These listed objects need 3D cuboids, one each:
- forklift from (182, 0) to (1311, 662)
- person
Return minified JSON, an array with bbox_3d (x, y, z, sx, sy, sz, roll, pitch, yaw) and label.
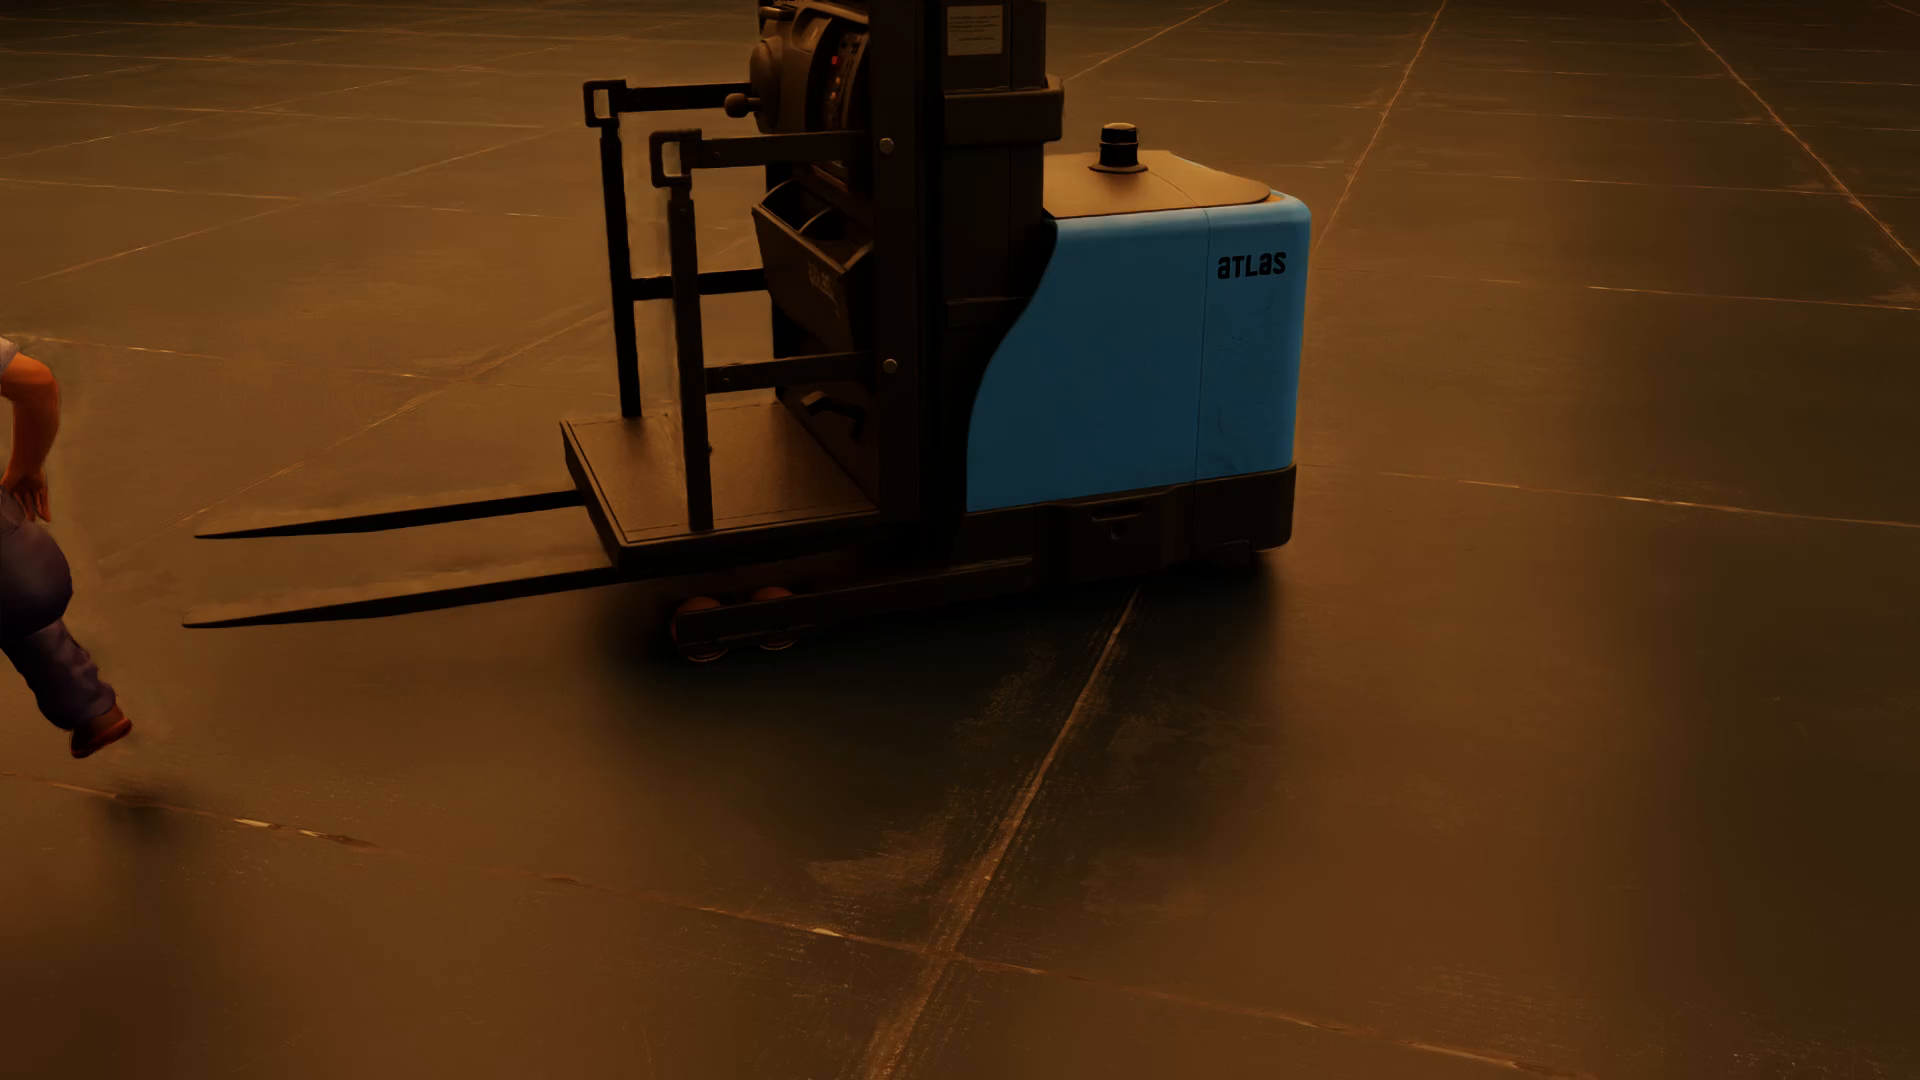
[{"bbox_3d":[-0.587,-1.263,4.338,3.031,2.935,1.130,-8,24,-19],"label":"forklift"},{"bbox_3d":[-2.109,0.061,3.208,0.854,1.438,0.645,-21,30,-40],"label":"person"}]
